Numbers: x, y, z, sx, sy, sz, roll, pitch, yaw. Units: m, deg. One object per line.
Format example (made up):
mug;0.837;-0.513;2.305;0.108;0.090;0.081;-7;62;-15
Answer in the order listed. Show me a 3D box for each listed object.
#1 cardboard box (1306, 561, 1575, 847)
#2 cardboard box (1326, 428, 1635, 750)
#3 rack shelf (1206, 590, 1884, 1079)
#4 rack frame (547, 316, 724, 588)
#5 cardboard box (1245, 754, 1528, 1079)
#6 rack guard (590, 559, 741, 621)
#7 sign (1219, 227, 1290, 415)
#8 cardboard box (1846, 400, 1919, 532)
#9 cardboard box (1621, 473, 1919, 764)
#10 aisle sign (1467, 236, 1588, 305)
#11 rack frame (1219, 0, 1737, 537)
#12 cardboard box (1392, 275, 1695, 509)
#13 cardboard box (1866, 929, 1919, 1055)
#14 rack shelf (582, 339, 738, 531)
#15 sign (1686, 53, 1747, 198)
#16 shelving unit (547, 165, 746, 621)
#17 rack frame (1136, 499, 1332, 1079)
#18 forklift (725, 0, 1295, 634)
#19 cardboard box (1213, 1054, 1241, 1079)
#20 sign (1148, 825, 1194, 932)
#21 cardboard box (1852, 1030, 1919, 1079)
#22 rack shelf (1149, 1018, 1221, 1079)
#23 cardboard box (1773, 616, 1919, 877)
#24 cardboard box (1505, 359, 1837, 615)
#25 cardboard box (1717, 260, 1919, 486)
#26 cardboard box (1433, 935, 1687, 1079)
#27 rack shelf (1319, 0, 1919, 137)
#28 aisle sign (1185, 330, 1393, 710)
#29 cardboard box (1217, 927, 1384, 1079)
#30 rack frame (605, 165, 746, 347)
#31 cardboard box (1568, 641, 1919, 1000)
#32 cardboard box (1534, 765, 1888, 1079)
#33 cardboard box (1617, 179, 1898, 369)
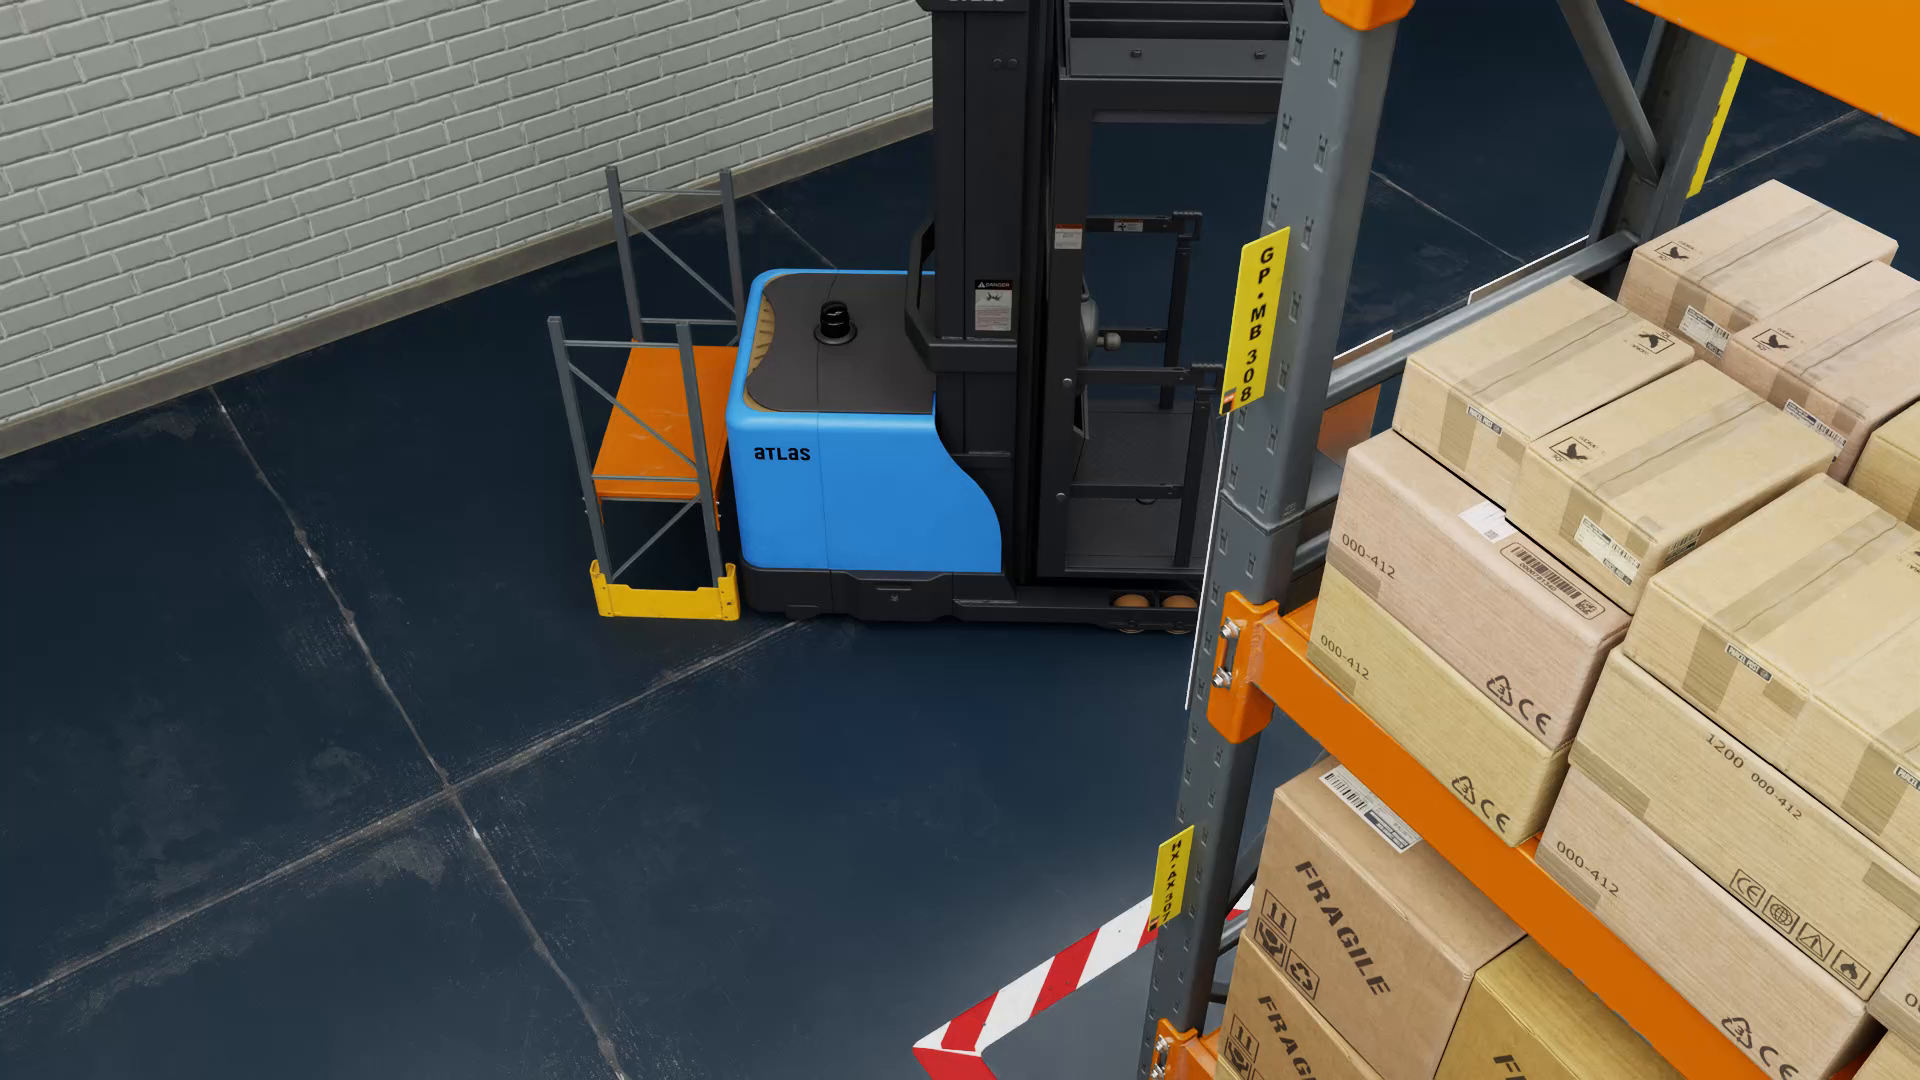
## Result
cardboard box;0.957;0.171;2.826;0.500;0.250;0.500;-24;49;-23
cardboard box;0.954;-0.009;2.652;0.500;0.250;0.500;-25;49;-24
rack shelf;2.054;1.154;2.209;1.077;0.370;4.000;-26;49;-24
rack frame;-1.209;-0.233;6.399;0.500;1.500;0.032;2;44;2
cardboard box;0.949;0.700;3.324;0.500;0.500;0.500;-26;49;-25
rack guard;-1.208;0.206;6.844;0.587;0.250;0.087;2;44;2
sign;0.465;-0.341;2.620;0.100;0.325;0.005;-26;49;-24
cardboard box;1.550;-0.114;2.474;0.380;0.149;0.250;-27;50;-26
cardboard box;1.135;0.098;2.252;0.380;0.149;0.250;-26;49;-24
aisle sign;1.114;-0.254;3.452;0.394;0.787;0.004;-26;49;-24
rack frame;0.910;-1.324;2.111;1.000;3.000;0.127;-26;49;-24
cardboard box;0.909;-0.236;2.602;0.380;0.149;0.250;-26;49;-25
cardboard box;1.527;0.572;2.044;0.500;0.250;0.500;-25;49;-24
rack shelf;-1.186;-0.453;6.890;0.538;0.185;1.000;2;44;2
sign;1.377;-0.767;3.059;0.100;0.325;0.005;-26;49;-24
shelving unit;-1.185;-0.590;6.773;0.587;1.500;1.083;2;44;2
rack frame;0.910;0.846;4.182;1.000;3.000;0.127;-26;49;-24
forklift;0.630;-1.048;6.217;3.031;2.935;1.130;1;44;1
cardboard box;0.827;1.250;3.941;0.380;0.149;0.250;-26;49;-25
sign;0.465;0.747;3.659;0.100;0.325;0.005;-26;49;-24
cardboard box;1.560;0.757;2.212;0.500;0.250;0.500;-27;50;-26
rack shelf;2.054;2.239;3.244;1.077;0.370;4.000;-26;49;-24
cardboard box;1.274;0.236;2.107;0.380;0.149;0.250;-25;49;-24
cardboard box;1.040;-0.085;2.443;0.380;0.149;0.250;-24;49;-23
cardboard box;1.420;-0.268;2.635;0.380;0.149;0.250;-25;49;-24
cardboard box;1.243;0.983;3.027;0.500;0.500;0.500;-24;49;-23
rack shelf;2.054;0.070;1.174;1.077;0.370;4.000;-26;49;-24
aisle sign;0.622;-0.017;3.204;0.394;0.787;0.004;-26;49;-24
cardboard box;0.940;1.066;3.665;0.500;0.500;0.500;-23;48;-23
rack frame;-1.162;-0.934;7.133;0.500;1.500;0.032;2;44;2
cardboard box;1.248;0.281;2.349;0.500;0.250;0.500;-26;50;-25
cardboard box;1.255;0.471;2.512;0.500;0.250;0.500;-24;49;-23
cardboard box;1.341;-0.438;2.813;0.380;0.149;0.250;-26;50;-25
